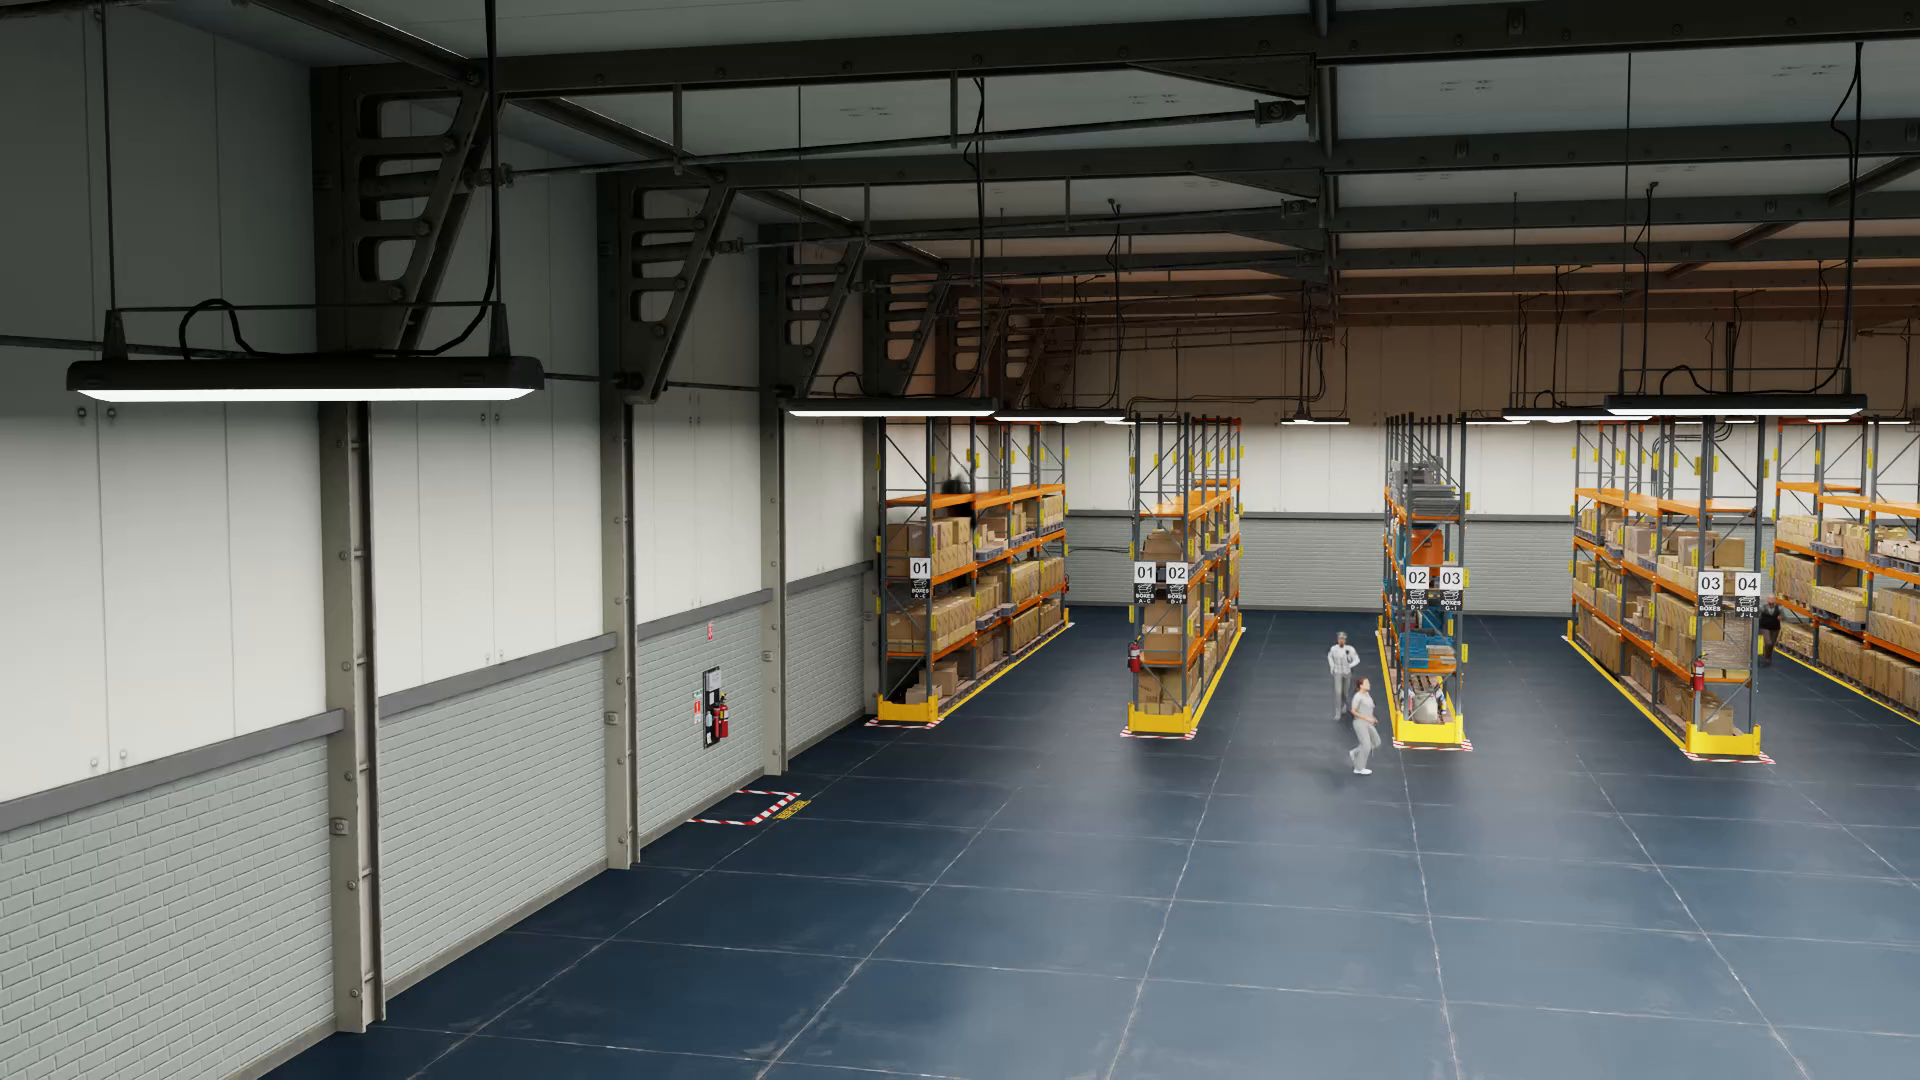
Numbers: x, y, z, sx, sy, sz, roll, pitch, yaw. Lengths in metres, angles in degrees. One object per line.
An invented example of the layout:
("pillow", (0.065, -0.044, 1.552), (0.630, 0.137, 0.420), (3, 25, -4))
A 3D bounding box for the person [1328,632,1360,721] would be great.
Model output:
("person", (7.562, 2.657, 32.778), (0.611, 1.727, 0.812), (1, 4, 14))

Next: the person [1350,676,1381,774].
("person", (6.652, 3.051, 27.416), (0.553, 1.624, 0.541), (4, 5, 42))

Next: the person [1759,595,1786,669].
("person", (19.367, 2.231, 39.714), (0.626, 1.717, 0.776), (1, 4, 12))
